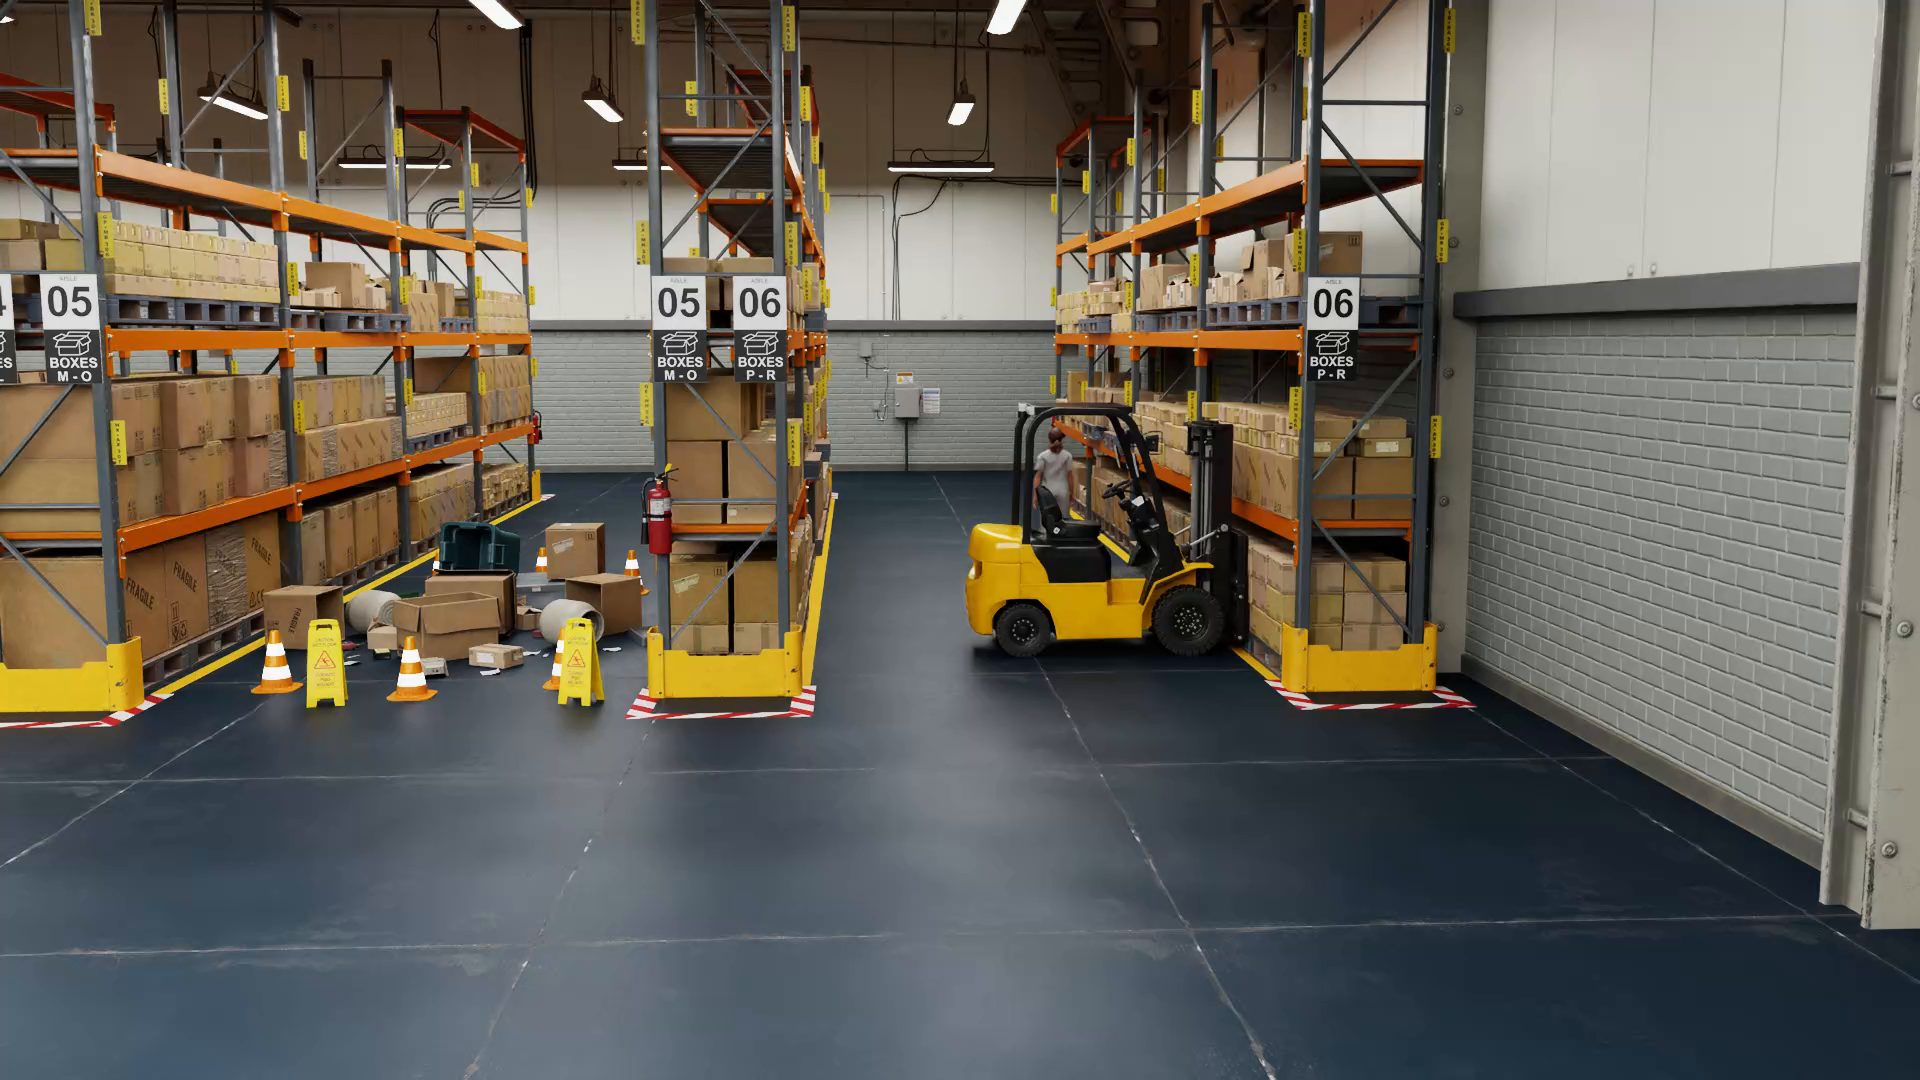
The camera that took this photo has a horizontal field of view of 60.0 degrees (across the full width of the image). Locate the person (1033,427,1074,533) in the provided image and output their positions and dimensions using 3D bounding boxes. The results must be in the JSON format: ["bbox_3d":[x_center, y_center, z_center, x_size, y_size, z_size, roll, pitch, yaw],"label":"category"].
[{"bbox_3d":[1.113,-0.501,19.775,0.492,1.690,0.480,0,7,-2],"label":"person"}]
